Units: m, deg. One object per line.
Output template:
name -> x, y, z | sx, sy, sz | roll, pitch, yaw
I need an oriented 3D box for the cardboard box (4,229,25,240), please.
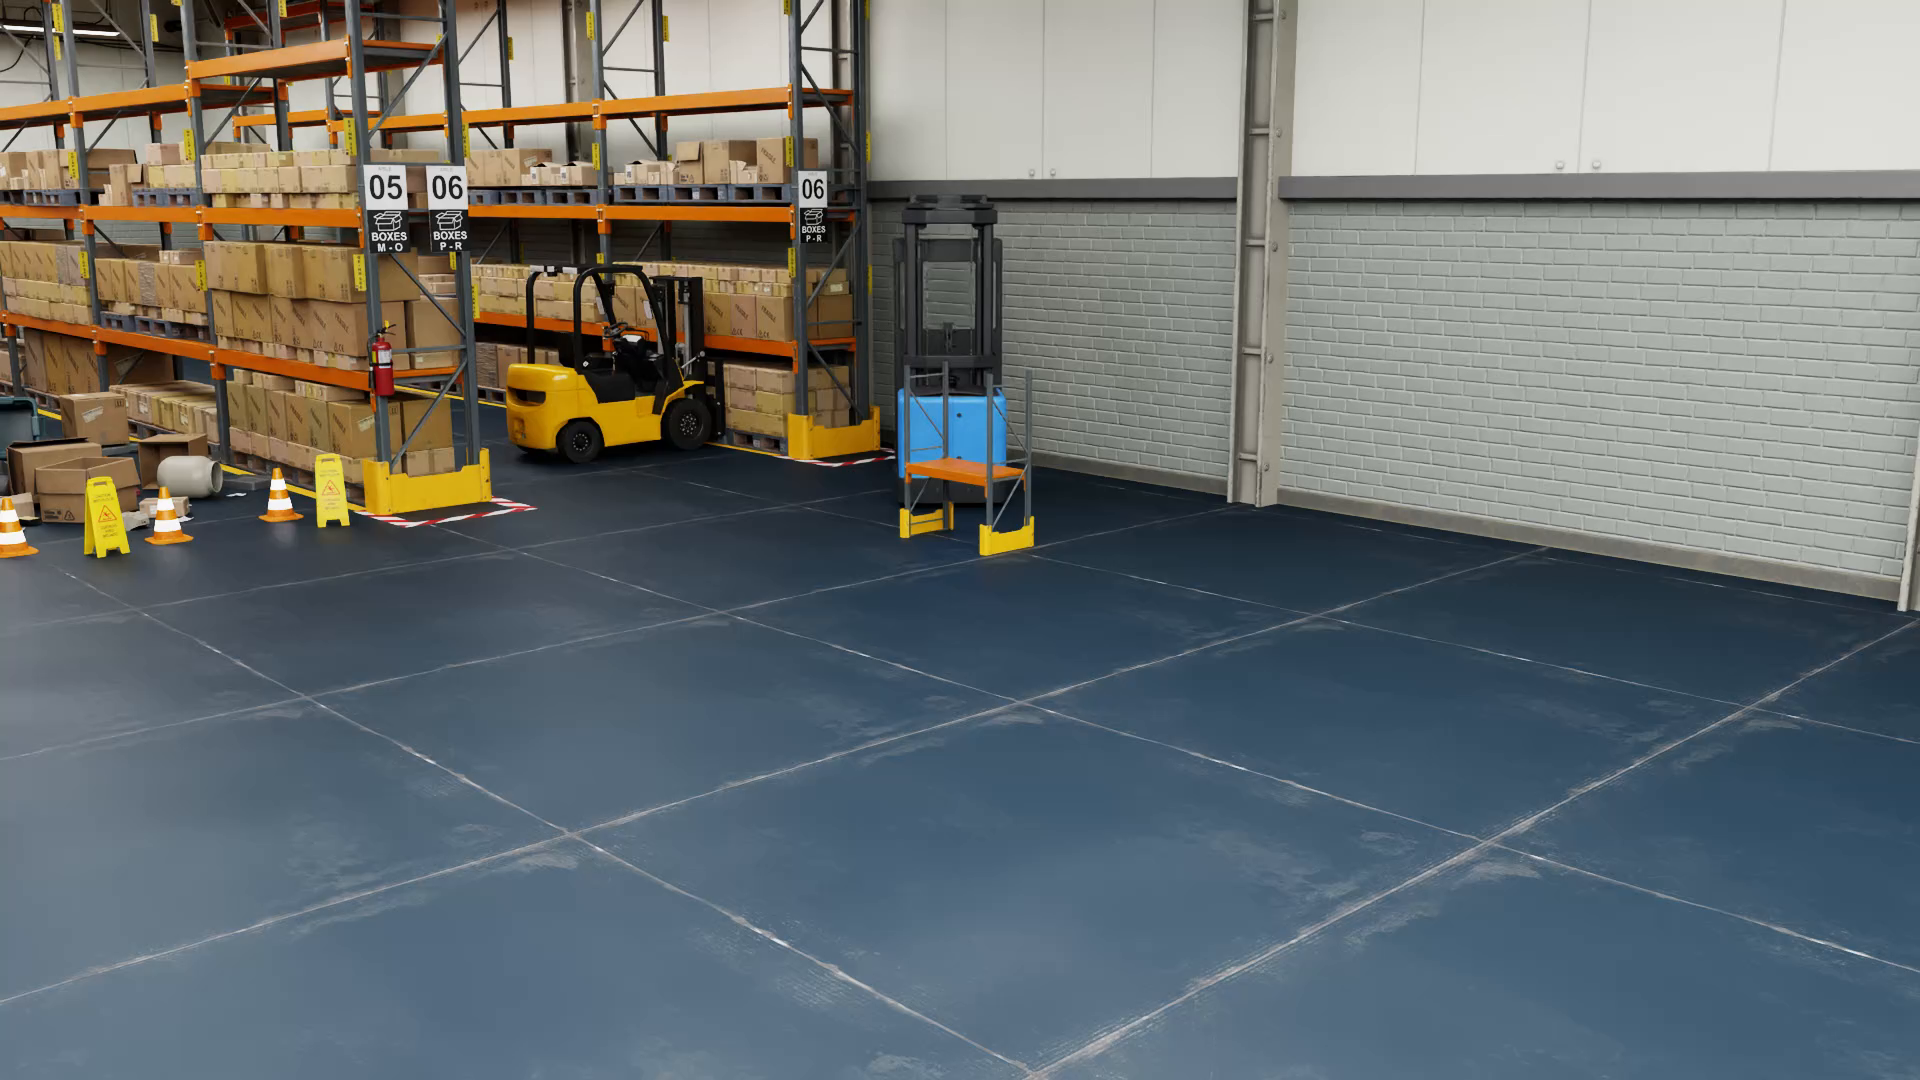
cardboard box -> -13.888, -4.452, 24.252 | 0.380, 0.149, 0.250 | -10, 16, -41

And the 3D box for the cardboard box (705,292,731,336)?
cardboard box -> -2.703, -2.718, 19.922 | 0.500, 0.500, 0.500 | -11, 16, -44

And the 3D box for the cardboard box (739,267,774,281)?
cardboard box -> -2.378, -3.130, 19.578 | 0.380, 0.149, 0.250 | -11, 16, -42

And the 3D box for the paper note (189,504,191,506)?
paper note -> -7.444, -0.340, 16.035 | 0.032, 0.001, 0.123 | -11, 16, -43

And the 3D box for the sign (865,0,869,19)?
sign -> -1.061, -6.032, 18.680 | 0.100, 0.325, 0.005 | -11, 16, -43

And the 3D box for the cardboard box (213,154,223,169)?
cardboard box -> -7.635, -3.985, 17.532 | 0.380, 0.149, 0.250 | -10, 15, -41

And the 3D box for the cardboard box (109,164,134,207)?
cardboard box -> -9.932, -4.336, 20.341 | 0.700, 0.500, 0.500 | -11, 16, -43

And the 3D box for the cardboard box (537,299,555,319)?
cardboard box -> -5.439, -3.179, 22.778 | 0.500, 0.250, 0.500 | -11, 16, -42

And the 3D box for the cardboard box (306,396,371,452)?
cardboard box -> -6.159, -1.172, 16.583 | 0.500, 0.500, 0.500 | -10, 15, -40

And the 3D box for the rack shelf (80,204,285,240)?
rack shelf -> -9.198, -3.782, 19.685 | 1.077, 0.370, 4.000 | -11, 16, -43

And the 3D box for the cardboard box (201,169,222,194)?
cardboard box -> -7.711, -3.813, 17.684 | 0.500, 0.250, 0.500 | -11, 16, -44

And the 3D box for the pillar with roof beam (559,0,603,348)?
pillar with roof beam -> -8.553, -5.923, 20.861 | 9.100, 9.000, 0.400 | -11, 16, -43

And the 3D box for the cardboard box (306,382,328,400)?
cardboard box -> -6.270, -1.496, 16.545 | 0.380, 0.149, 0.250 | -11, 16, -42

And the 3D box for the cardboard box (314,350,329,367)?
cardboard box -> -6.084, -1.787, 16.273 | 0.380, 0.149, 0.250 | -11, 16, -42

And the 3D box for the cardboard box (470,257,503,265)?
cardboard box -> -7.234, -4.001, 25.110 | 0.500, 0.500, 0.500 | -10, 15, -40

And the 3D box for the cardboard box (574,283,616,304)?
cardboard box -> -4.753, -3.273, 21.998 | 0.500, 0.250, 0.500 | -11, 16, -44

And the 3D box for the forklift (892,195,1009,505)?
forklift -> -0.133, -2.020, 16.950 | 1.130, 2.935, 3.031 | -1, 12, -3

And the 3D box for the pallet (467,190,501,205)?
pallet -> -6.459, -4.940, 23.988 | 1.213, 0.211, 1.003 | -10, 15, -40

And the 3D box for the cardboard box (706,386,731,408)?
cardboard box -> -2.740, -1.760, 20.057 | 0.500, 0.250, 0.500 | -11, 16, -44

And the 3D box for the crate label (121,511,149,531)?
crate label -> -7.440, -0.172, 14.909 | 0.298, 0.136, 0.250 | 3, 12, 16

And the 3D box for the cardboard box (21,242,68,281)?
cardboard box -> -12.530, -3.832, 22.850 | 0.500, 0.500, 0.500 | 11, 16, 44

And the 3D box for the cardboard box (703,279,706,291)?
cardboard box -> -2.920, -3.093, 20.135 | 0.380, 0.149, 0.250 | -11, 16, -43

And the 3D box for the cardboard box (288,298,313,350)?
cardboard box -> -6.314, -2.172, 16.538 | 0.500, 0.500, 0.500 | -11, 16, -43

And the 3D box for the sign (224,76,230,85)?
sign -> -12.909, -8.176, 29.284 | 0.100, 0.325, 0.005 | -11, 16, -43

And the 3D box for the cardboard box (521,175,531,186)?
cardboard box -> -5.741, -4.897, 22.648 | 0.380, 0.149, 0.250 | -11, 16, -43

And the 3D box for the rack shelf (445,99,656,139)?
rack shelf -> -5.611, -5.748, 22.783 | 1.077, 0.370, 4.000 | -11, 16, -43

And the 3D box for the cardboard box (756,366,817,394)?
cardboard box -> -2.011, -1.854, 19.274 | 0.500, 0.250, 0.500 | -10, 15, -41

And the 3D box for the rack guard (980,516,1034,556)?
rack guard -> 0.397, -0.039, 13.979 | 0.587, 0.250, 0.087 | -11, 16, -43

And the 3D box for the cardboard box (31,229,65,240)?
cardboard box -> -13.372, -4.480, 24.388 | 0.380, 0.149, 0.250 | -11, 16, -43

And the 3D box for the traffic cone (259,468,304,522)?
traffic cone -> -6.285, -0.430, 15.353 | 0.336, 0.463, 0.334 | -11, 16, -43

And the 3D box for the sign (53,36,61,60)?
sign -> -12.957, -7.053, 23.833 | 0.100, 0.325, 0.005 | -11, 16, -43

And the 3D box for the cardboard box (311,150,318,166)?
cardboard box -> -5.979, -3.657, 15.939 | 0.380, 0.149, 0.250 | -11, 16, -42

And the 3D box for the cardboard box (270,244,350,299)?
cardboard box -> -6.336, -2.653, 16.393 | 0.700, 0.500, 0.500 | -11, 16, -43

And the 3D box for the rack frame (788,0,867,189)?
rack frame -> -1.467, -5.420, 18.420 | 1.000, 3.000, 0.127 | -11, 16, -43

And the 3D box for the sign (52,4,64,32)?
sign -> -10.978, -6.353, 20.238 | 0.100, 0.325, 0.005 | -11, 16, -43

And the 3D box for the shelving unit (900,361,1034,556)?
shelving unit -> 0.053, -0.723, 14.206 | 0.587, 1.500, 1.083 | -11, 16, -43

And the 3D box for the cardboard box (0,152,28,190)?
cardboard box -> -12.943, -5.096, 22.990 | 0.500, 0.500, 0.500 | -11, 16, -44

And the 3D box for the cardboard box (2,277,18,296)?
cardboard box -> -13.242, -3.609, 23.628 | 0.500, 0.250, 0.500 | 11, 16, 44

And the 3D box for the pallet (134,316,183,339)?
pallet -> -9.183, -2.580, 19.977 | 1.003, 0.211, 1.213 | -11, 16, -43

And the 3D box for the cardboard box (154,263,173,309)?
cardboard box -> -8.997, -2.958, 19.308 | 0.500, 0.500, 0.500 | -10, 15, -41

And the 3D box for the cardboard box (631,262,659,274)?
cardboard box -> -3.965, -3.467, 21.214 | 0.380, 0.149, 0.250 | -11, 16, -42

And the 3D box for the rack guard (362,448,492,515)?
rack guard -> -5.107, -0.577, 15.971 | 1.175, 0.500, 0.348 | -11, 16, -43

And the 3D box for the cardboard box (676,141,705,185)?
cardboard box -> -2.960, -4.541, 20.042 | 0.797, 0.503, 0.637 | -10, 15, -41

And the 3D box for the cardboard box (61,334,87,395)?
cardboard box -> -11.609, -2.365, 22.684 | 0.875, 0.875, 0.875 | -11, 16, -42

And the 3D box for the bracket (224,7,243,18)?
bracket -> -13.697, -9.927, 31.376 | 0.235, 0.232, 0.430 | -11, 16, -43

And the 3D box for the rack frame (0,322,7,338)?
rack frame -> -16.104, -4.125, 26.999 | 1.000, 3.000, 0.127 | -11, 16, -43

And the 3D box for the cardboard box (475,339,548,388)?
cardboard box -> -6.571, -2.599, 24.438 | 0.875, 0.625, 0.625 | -10, 15, -41

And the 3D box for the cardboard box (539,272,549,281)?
cardboard box -> -5.530, -3.634, 22.760 | 0.380, 0.149, 0.250 | -11, 16, -42

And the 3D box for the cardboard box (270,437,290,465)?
cardboard box -> -6.860, -0.955, 17.388 | 0.500, 0.250, 0.500 | -11, 16, -43

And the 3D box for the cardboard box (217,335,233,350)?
cardboard box -> -7.831, -2.160, 18.084 | 0.380, 0.149, 0.250 | -11, 16, -43

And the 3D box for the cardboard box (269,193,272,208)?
cardboard box -> -6.713, -3.414, 16.740 | 0.380, 0.149, 0.250 | -11, 16, -42

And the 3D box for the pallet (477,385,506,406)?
pallet -> -6.452, -2.158, 24.364 | 1.003, 0.211, 1.213 | -11, 16, -43

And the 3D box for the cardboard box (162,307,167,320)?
cardboard box -> -9.066, -2.644, 19.392 | 0.380, 0.149, 0.250 | -11, 16, -43

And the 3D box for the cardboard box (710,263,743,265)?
cardboard box -> -2.929, -3.382, 20.802 | 0.380, 0.149, 0.250 | -11, 16, -43
